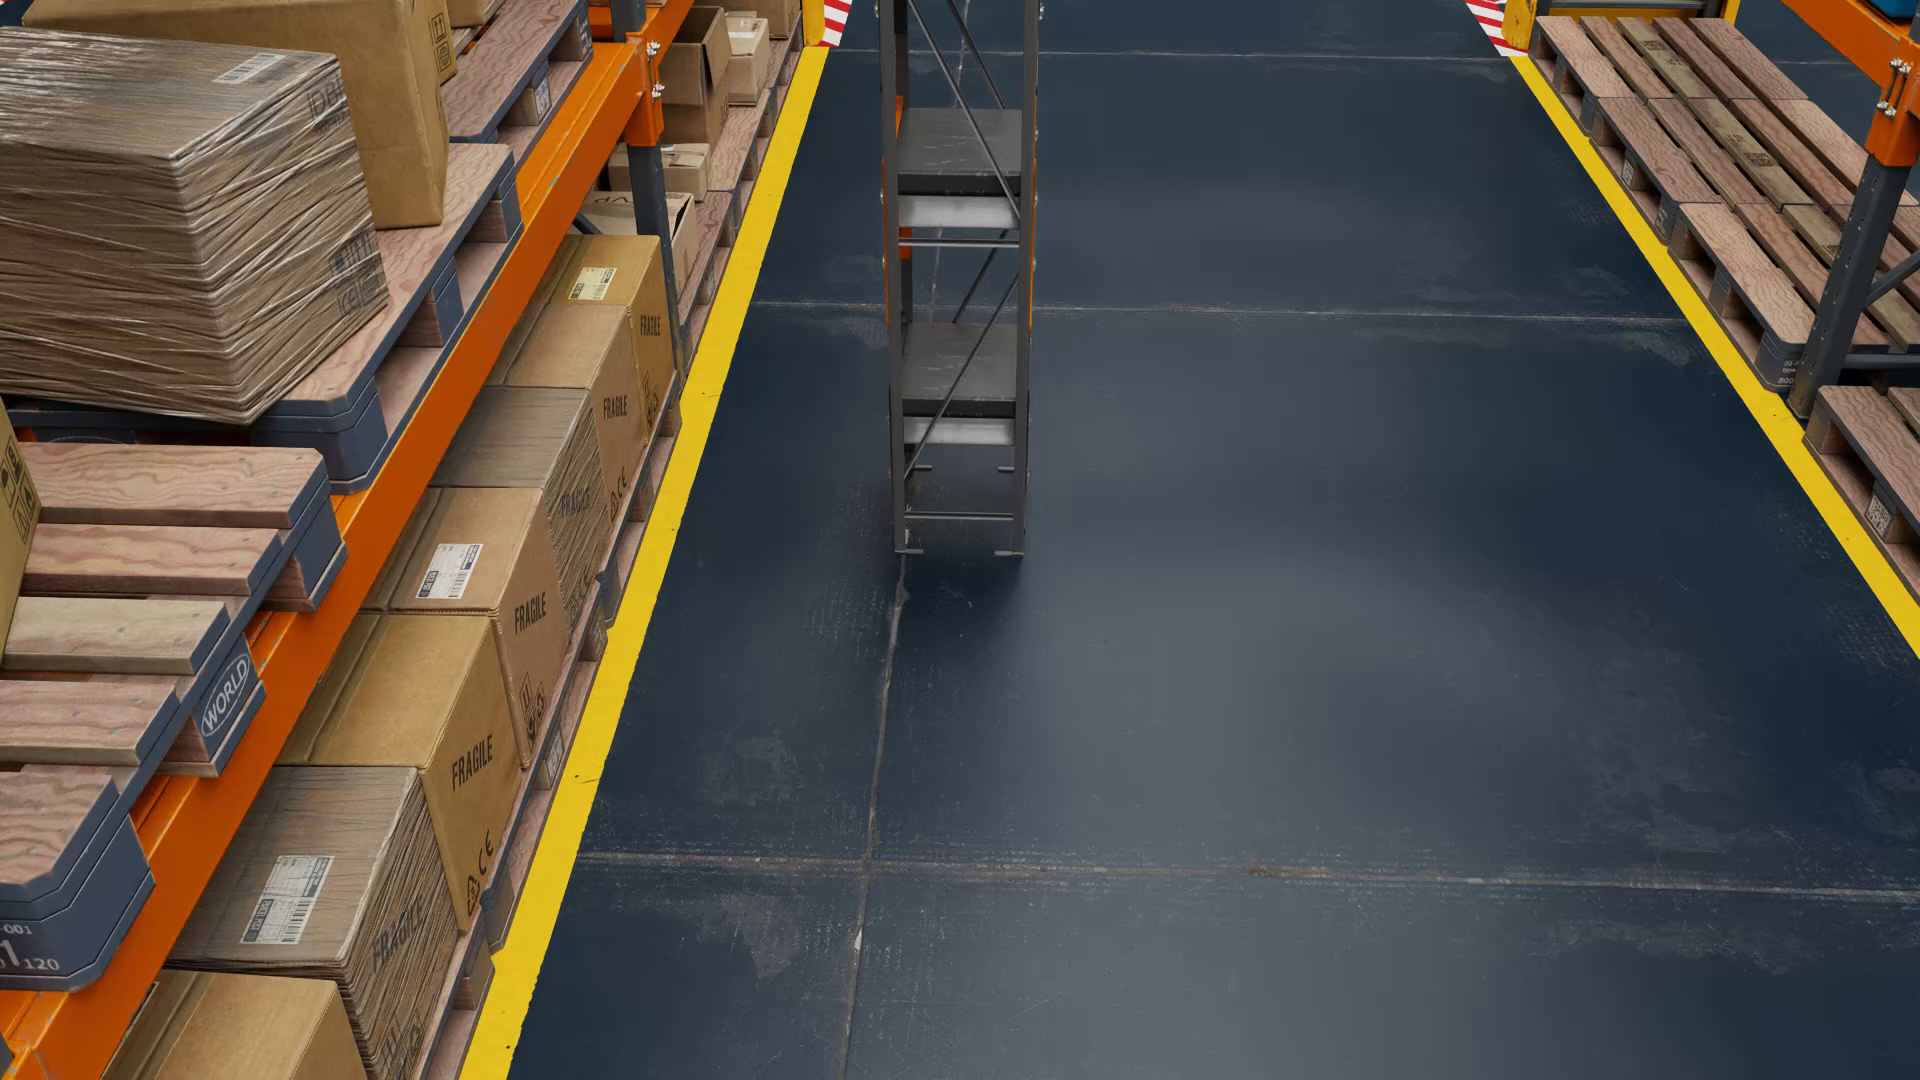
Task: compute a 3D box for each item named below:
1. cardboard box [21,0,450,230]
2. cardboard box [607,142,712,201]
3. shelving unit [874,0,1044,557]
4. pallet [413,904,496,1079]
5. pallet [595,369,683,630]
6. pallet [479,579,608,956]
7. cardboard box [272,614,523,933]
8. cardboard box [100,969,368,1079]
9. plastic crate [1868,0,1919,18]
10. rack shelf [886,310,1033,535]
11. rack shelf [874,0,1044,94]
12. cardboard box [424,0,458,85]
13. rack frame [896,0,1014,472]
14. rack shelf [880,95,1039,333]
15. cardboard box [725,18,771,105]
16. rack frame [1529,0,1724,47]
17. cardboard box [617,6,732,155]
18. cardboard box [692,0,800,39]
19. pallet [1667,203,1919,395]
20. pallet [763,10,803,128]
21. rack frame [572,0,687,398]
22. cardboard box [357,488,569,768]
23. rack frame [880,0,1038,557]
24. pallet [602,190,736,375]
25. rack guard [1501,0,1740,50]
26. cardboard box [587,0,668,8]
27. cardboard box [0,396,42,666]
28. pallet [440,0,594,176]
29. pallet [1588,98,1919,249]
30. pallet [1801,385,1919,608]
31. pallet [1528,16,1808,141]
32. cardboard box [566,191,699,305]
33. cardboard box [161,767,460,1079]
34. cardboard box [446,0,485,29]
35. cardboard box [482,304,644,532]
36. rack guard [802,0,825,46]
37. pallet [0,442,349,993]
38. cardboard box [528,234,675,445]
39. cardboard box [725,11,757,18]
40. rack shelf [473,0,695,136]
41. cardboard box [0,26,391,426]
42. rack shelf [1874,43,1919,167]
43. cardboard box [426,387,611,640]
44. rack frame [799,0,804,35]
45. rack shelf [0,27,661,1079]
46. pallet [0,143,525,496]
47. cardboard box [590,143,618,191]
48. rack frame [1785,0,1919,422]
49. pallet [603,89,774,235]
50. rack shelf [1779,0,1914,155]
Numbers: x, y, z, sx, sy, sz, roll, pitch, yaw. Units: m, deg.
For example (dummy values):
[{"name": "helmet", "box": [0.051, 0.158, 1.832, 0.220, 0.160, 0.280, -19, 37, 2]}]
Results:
[{"name": "cardboard box", "box": [-1.511, -0.980, 3.584, 0.700, 0.500, 0.500, -7, 36, -10]}, {"name": "cardboard box", "box": [-1.244, -1.538, 6.911, 0.380, 0.166, 0.250, 1, 35, 2]}, {"name": "shelving unit", "box": [0.007, -0.954, 4.782, 0.431, 2.100, 0.503, 1, 35, 2]}, {"name": "pallet", "box": [-1.594, 1.227, 3.321, 1.003, 0.211, 1.213, 1, 35, 2]}, {"name": "pallet", "box": [-1.496, -0.175, 5.315, 1.003, 0.211, 1.213, 1, 35, 2]}, {"name": "pallet", "box": [-1.543, 0.528, 4.315, 1.003, 0.211, 1.213, 1, 35, 2]}, {"name": "cardboard box", "box": [-1.318, 0.513, 3.703, 0.500, 0.500, 0.500, 1, 35, 1]}, {"name": "cardboard box", "box": [-1.358, 1.102, 2.865, 0.500, 0.500, 0.500, 3, 35, 4]}, {"name": "plastic crate", "box": [3.126, -1.962, 5.394, 0.392, 0.384, 0.575, 1, 35, 2]}, {"name": "rack shelf", "box": [0.007, -0.370, 5.192, 0.431, 0.518, 0.480, 1, 35, 2]}, {"name": "rack shelf", "box": [0.007, -1.516, 4.387, 0.431, 0.518, 0.480, 1, 35, 2]}, {"name": "cardboard box", "box": [-1.708, -1.333, 4.086, 0.700, 0.500, 0.500, 7, 36, 9]}, {"name": "rack frame", "box": [0.016, -1.094, 4.981, 0.400, 2.100, 0.015, 1, 35, 2]}, {"name": "rack shelf", "box": [0.007, -0.943, 4.789, 0.431, 0.518, 0.480, 1, 35, 2]}, {"name": "cardboard box", "box": [-1.185, -2.274, 7.886, 0.500, 0.250, 0.500, 1, 35, 2]}, {"name": "rack frame", "box": [3.608, -3.966, 8.284, 1.000, 3.000, 0.127, 1, 35, 2]}, {"name": "cardboard box", "box": [-1.431, -2.022, 7.307, 0.797, 0.503, 0.637, 1, 35, 2]}, {"name": "cardboard box", "box": [-1.117, -2.921, 8.589, 0.500, 0.500, 0.500, 1, 35, 2]}, {"name": "pallet", "box": [3.438, -0.950, 6.418, 1.003, 0.211, 1.213, 1, 35, 2]}, {"name": "pallet", "box": [-1.375, -2.439, 8.538, 1.003, 0.211, 1.213, 1, 35, 2]}, {"name": "rack frame", "box": [-1.502, -1.784, 5.180, 1.000, 3.000, 0.127, 1, 35, 2]}, {"name": "cardboard box", "box": [-1.302, 0.213, 4.130, 0.500, 0.500, 0.500, 0, 35, 0]}, {"name": "rack frame", "box": [-0.003, -0.814, 4.582, 0.400, 2.100, 0.015, 1, 35, 2]}, {"name": "pallet", "box": [-1.473, -1.038, 6.543, 1.003, 0.211, 1.213, 1, 35, 2]}, {"name": "rack guard", "box": [3.596, -2.957, 9.023, 1.175, 0.500, 0.348, 1, 35, 2]}, {"name": "cardboard box", "box": [-1.209, -2.111, 5.559, 0.500, 0.500, 0.500, 2, 35, 3]}, {"name": "cardboard box", "box": [-1.750, -0.063, 2.279, 0.700, 0.500, 0.500, -10, 36, -14]}, {"name": "pallet", "box": [-1.643, -1.249, 4.585, 1.003, 0.211, 1.213, 1, 35, 2]}, {"name": "pallet", "box": [3.485, -1.653, 7.418, 1.003, 0.211, 1.213, 1, 35, 2]}, {"name": "pallet", "box": [3.375, -0.084, 5.186, 1.003, 0.211, 1.213, 1, 35, 2]}, {"name": "pallet", "box": [3.536, -2.352, 8.413, 1.003, 0.211, 1.213, 1, 35, 2]}, {"name": "cardboard box", "box": [-1.269, -1.100, 6.162, 0.500, 0.311, 0.500, 1, 35, 2]}, {"name": "cardboard box", "box": [-1.343, 0.801, 3.293, 0.500, 0.500, 0.500, 0, 35, 0]}, {"name": "cardboard box", "box": [-1.744, -1.730, 4.650, 0.700, 0.500, 0.500, -10, 36, -14]}, {"name": "cardboard box", "box": [-1.263, -0.367, 4.955, 0.500, 0.500, 0.500, 1, 35, 2]}, {"name": "rack guard", "box": [-1.344, -3.016, 9.106, 1.175, 0.500, 0.348, 1, 35, 2]}, {"name": "pallet", "box": [-1.705, 0.202, 2.521, 1.213, 0.211, 1.003, 1, 35, 2]}, {"name": "cardboard box", "box": [-1.235, -0.651, 5.359, 0.500, 0.500, 0.500, 1, 35, 2]}, {"name": "cardboard box", "box": [-1.223, -2.554, 8.357, 0.380, 0.166, 0.250, 1, 35, 2]}, {"name": "rack shelf", "box": [-1.421, -2.639, 7.022, 1.077, 0.370, 4.000, 1, 35, 2]}, {"name": "cardboard box", "box": [-1.522, -0.584, 3.020, 0.700, 0.500, 0.500, 8, 36, 11]}, {"name": "rack shelf", "box": [3.367, -0.224, 3.586, 1.077, 0.370, 4.000, 1, 35, 2]}, {"name": "cardboard box", "box": [-1.284, -0.079, 4.545, 0.500, 0.500, 0.500, 2, 35, 2]}, {"name": "rack frame", "box": [-1.341, -4.082, 8.450, 1.000, 3.000, 0.127, 1, 35, 2]}, {"name": "rack shelf", "box": [-1.582, -0.341, 3.752, 1.077, 0.370, 4.000, 1, 35, 2]}, {"name": "pallet", "box": [-1.589, -0.525, 3.555, 1.003, 0.211, 1.213, 1, 35, 2]}, {"name": "cardboard box", "box": [-1.732, -1.629, 6.915, 0.500, 0.311, 0.500, 1, 35, 2]}, {"name": "rack frame", "box": [3.448, -1.667, 5.014, 1.000, 3.000, 0.127, 1, 35, 2]}, {"name": "pallet", "box": [-1.427, -1.740, 7.543, 1.003, 0.211, 1.213, 1, 35, 2]}, {"name": "rack shelf", "box": [3.528, -2.522, 6.856, 1.077, 0.370, 4.000, 1, 35, 2]}]
